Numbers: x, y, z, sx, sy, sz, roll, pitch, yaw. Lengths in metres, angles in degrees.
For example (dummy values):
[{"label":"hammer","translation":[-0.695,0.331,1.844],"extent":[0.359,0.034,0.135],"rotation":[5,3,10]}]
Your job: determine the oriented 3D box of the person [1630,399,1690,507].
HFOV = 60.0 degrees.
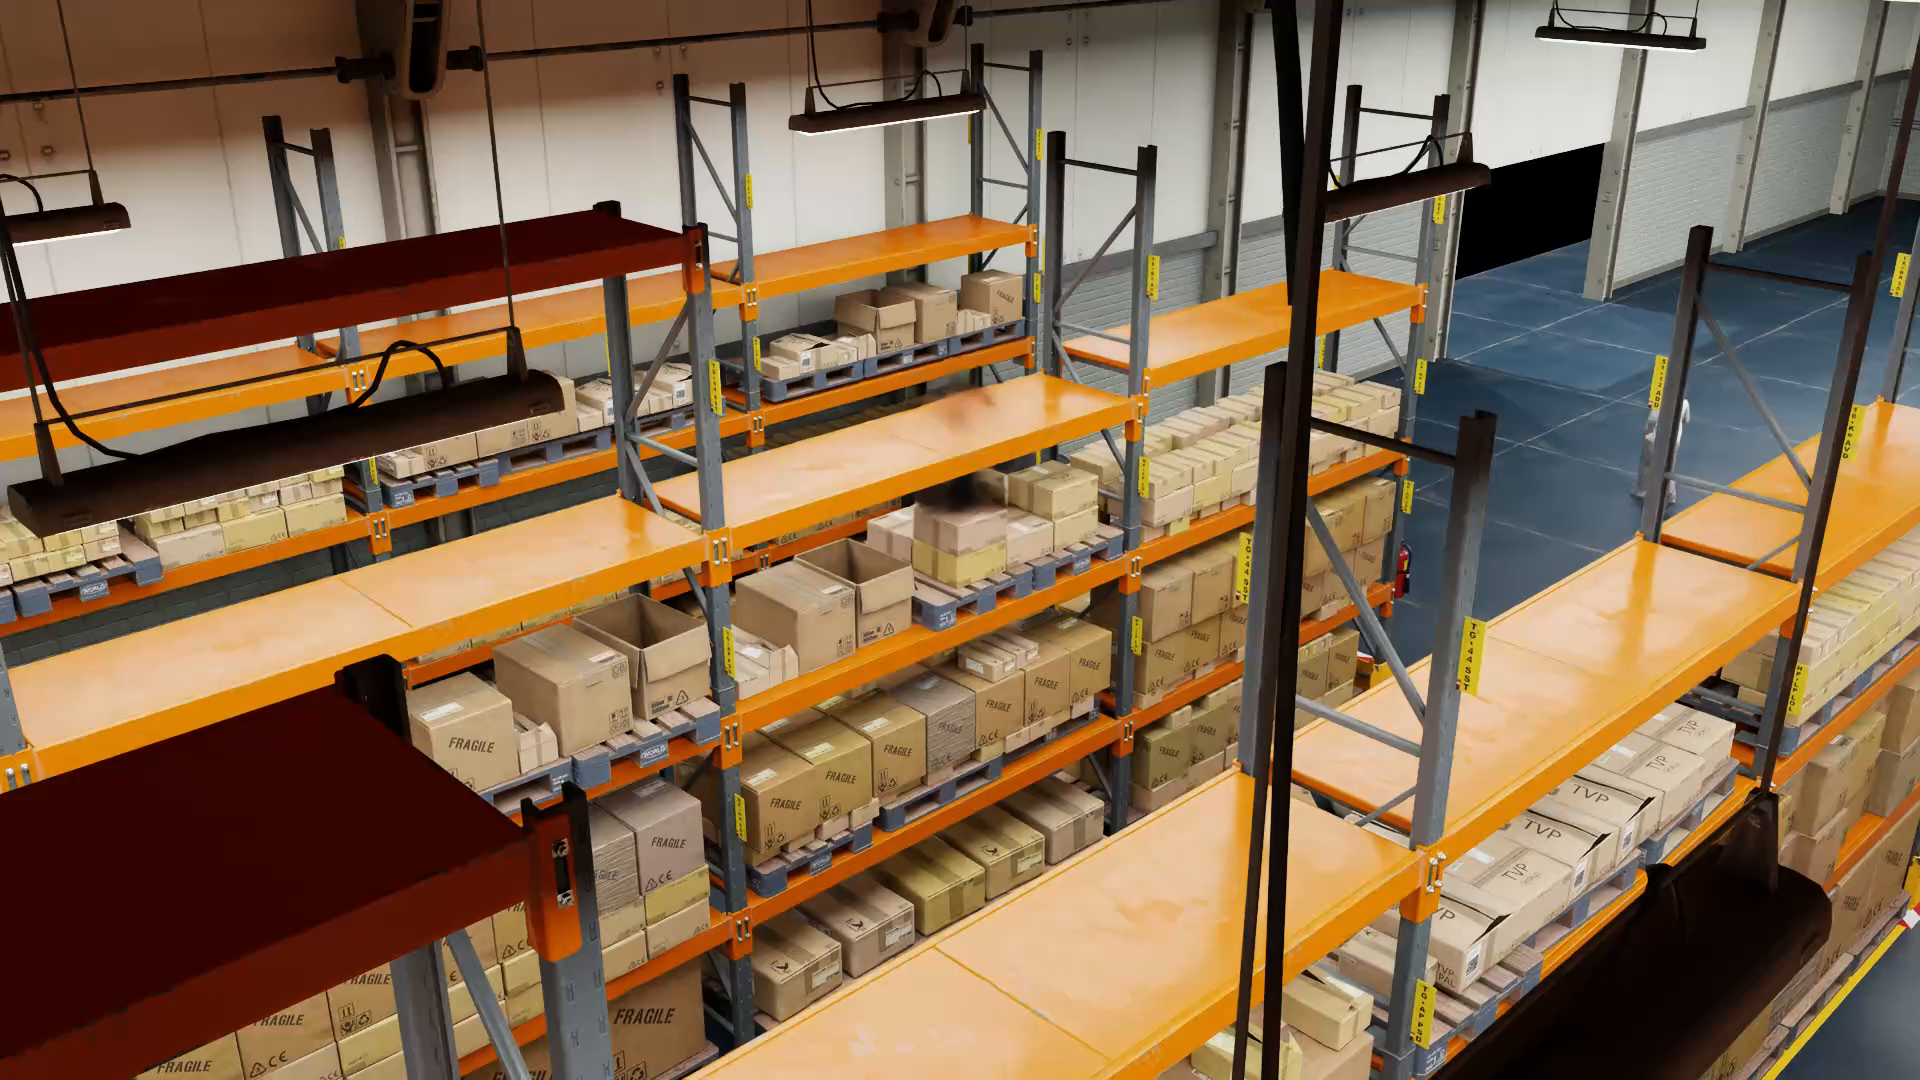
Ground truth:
[{"label":"person","translation":[9.118,-1.303,21.605],"extent":[0.661,1.766,0.906],"rotation":[-1,22,-3]}]
